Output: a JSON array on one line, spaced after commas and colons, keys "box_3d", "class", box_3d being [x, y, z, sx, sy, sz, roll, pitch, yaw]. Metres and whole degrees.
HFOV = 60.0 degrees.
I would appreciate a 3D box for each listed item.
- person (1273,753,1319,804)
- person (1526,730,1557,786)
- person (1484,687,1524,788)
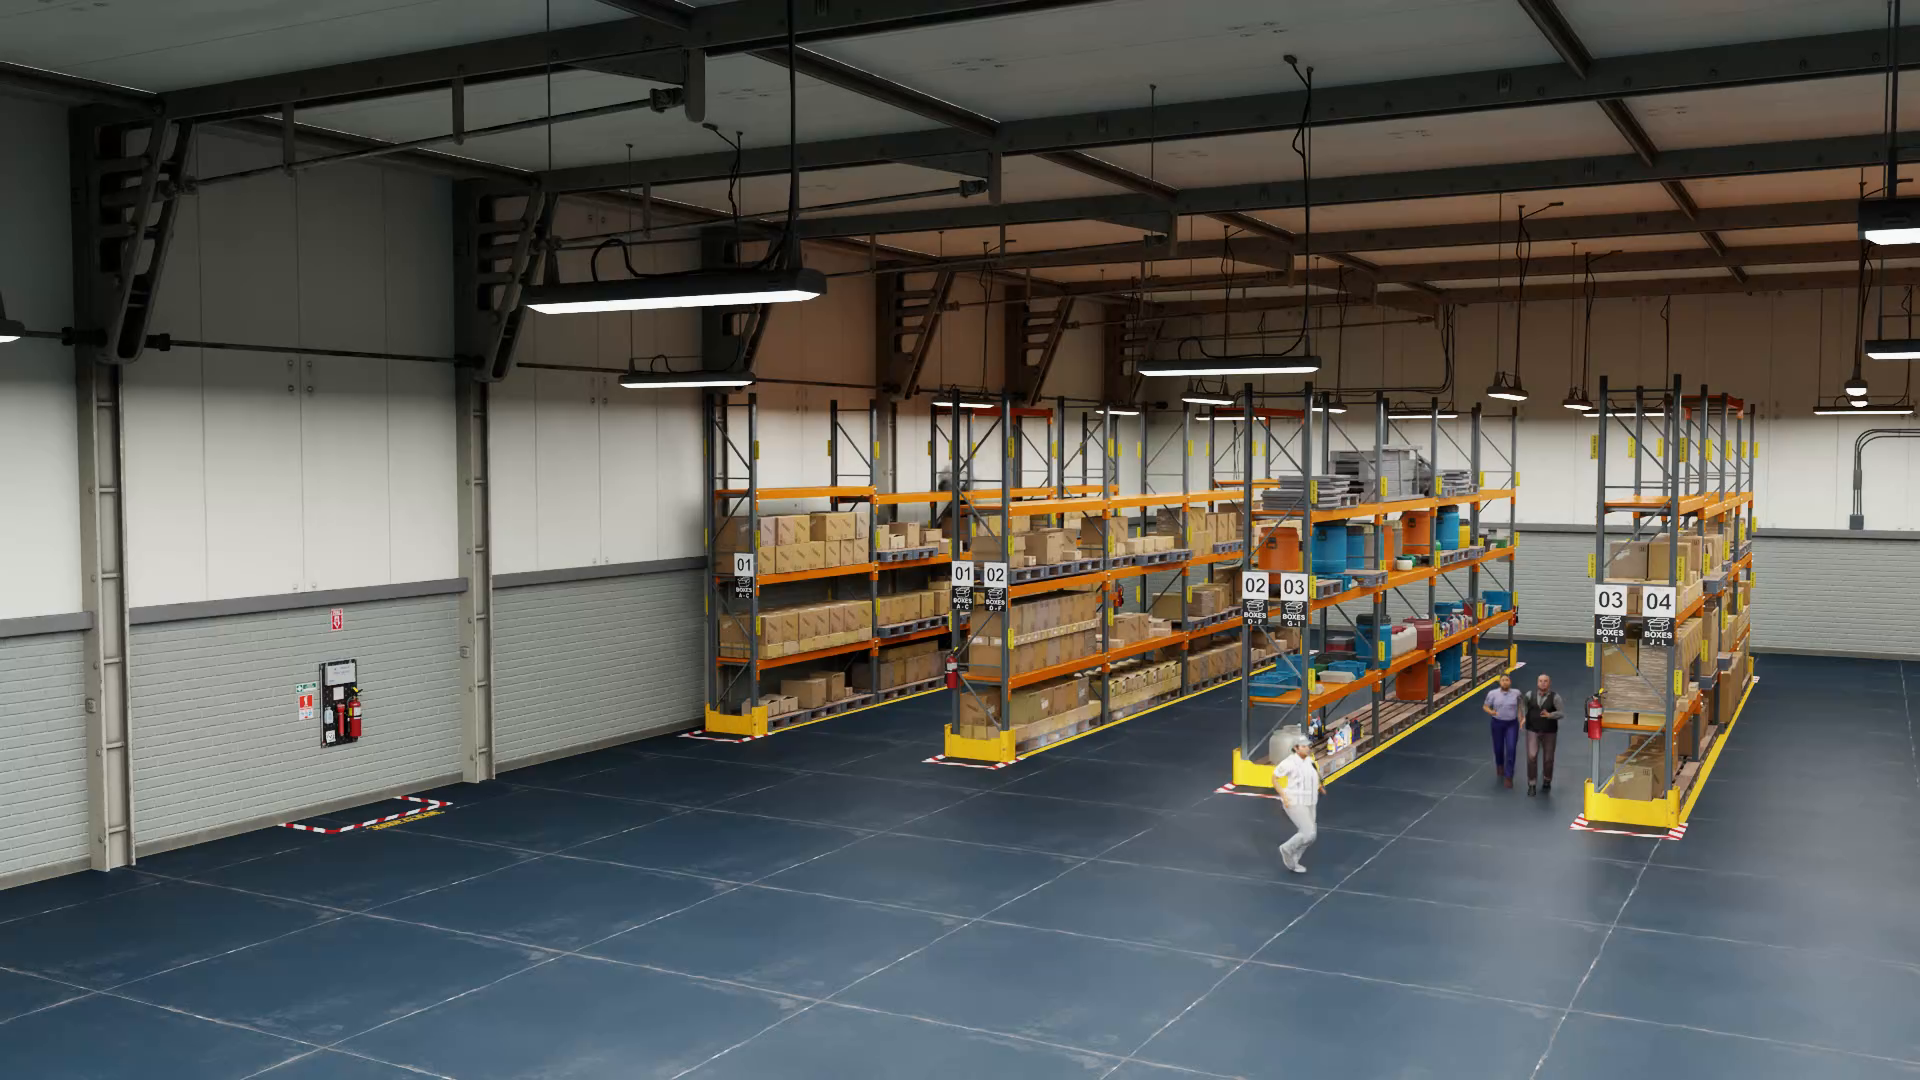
[{"box_3d": [4.015, 2.802, 19.653, 0.567, 0.565, 0.411, -3, 4, -40], "class": "person"}, {"box_3d": [8.465, 3.099, 24.210, 0.416, 0.911, 0.687, 1, 3, 22], "class": "person"}, {"box_3d": [8.160, 2.915, 24.964, 0.578, 1.457, 0.941, 1, 3, 19], "class": "person"}]
